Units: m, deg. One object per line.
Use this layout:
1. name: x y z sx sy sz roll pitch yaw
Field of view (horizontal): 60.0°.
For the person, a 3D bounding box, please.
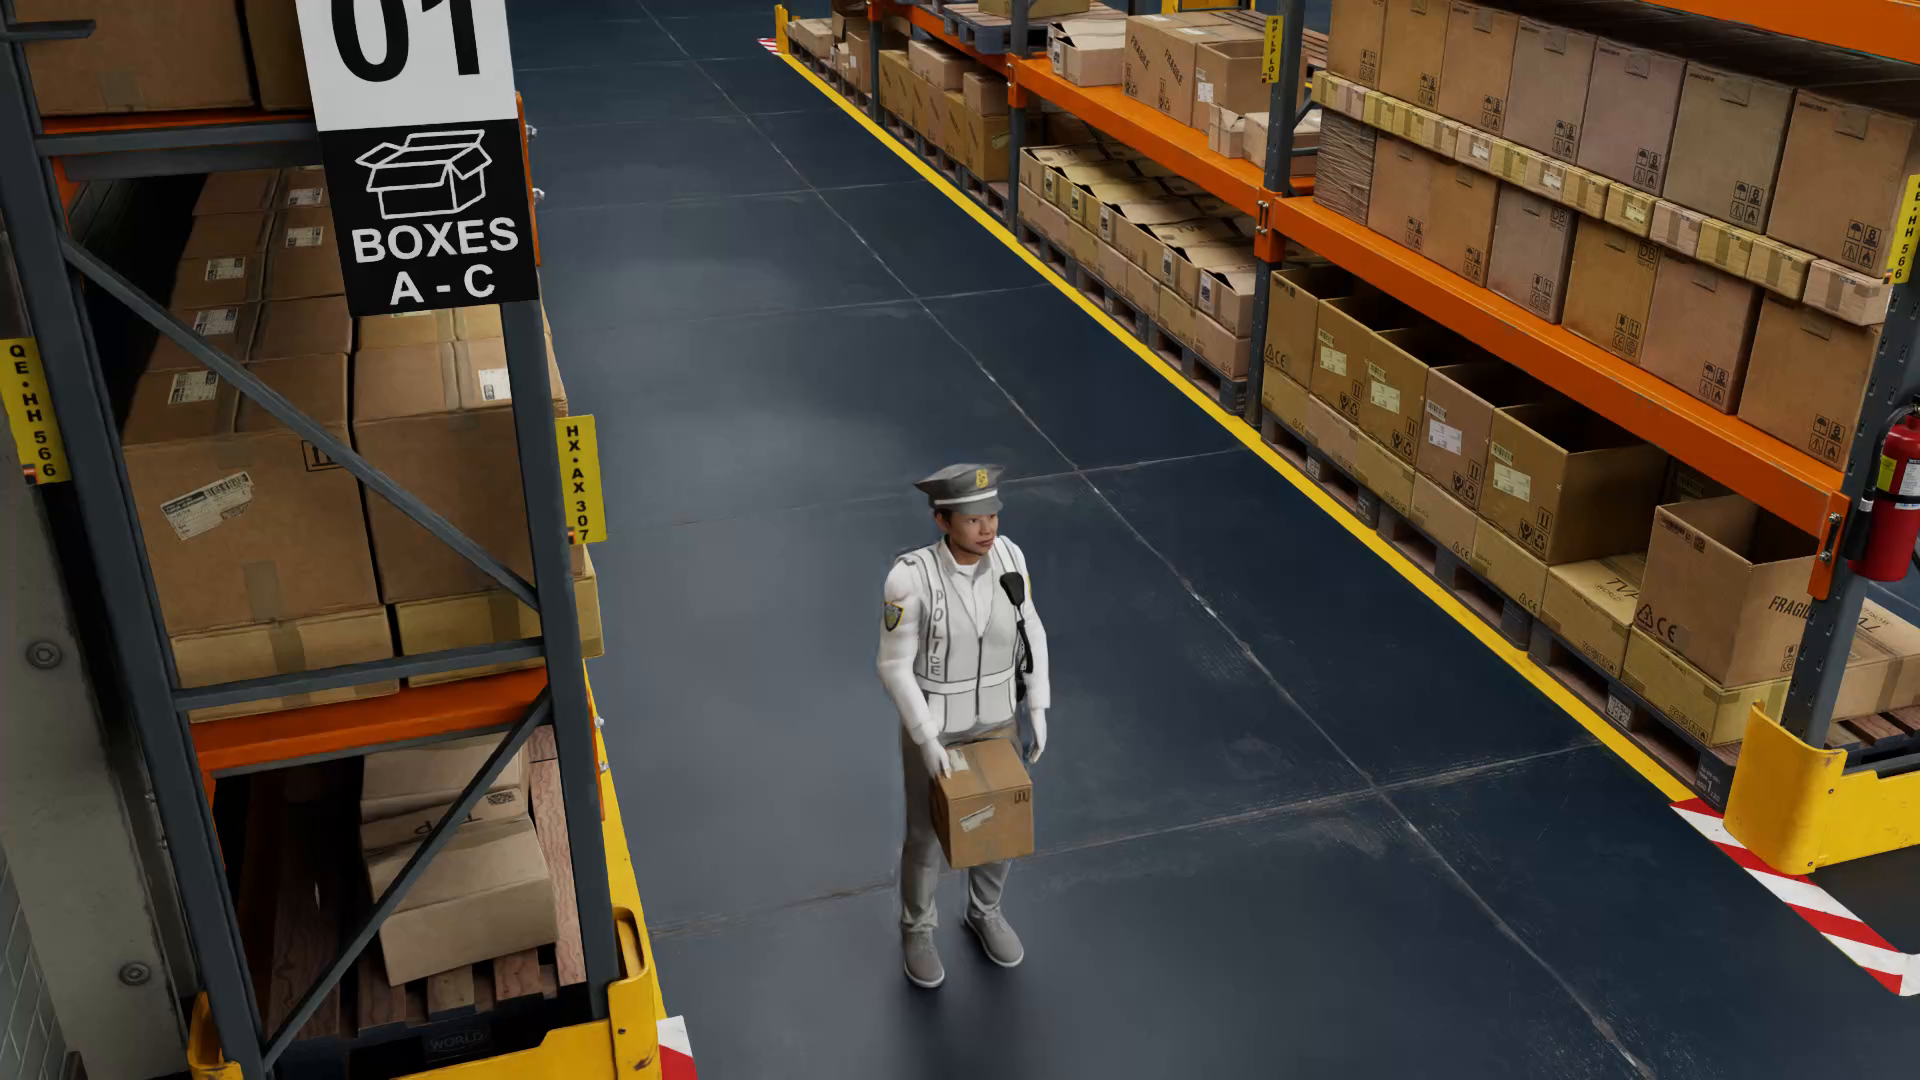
1. person: 0.017 0.148 4.818 0.370 0.833 0.314 -12 29 -22
